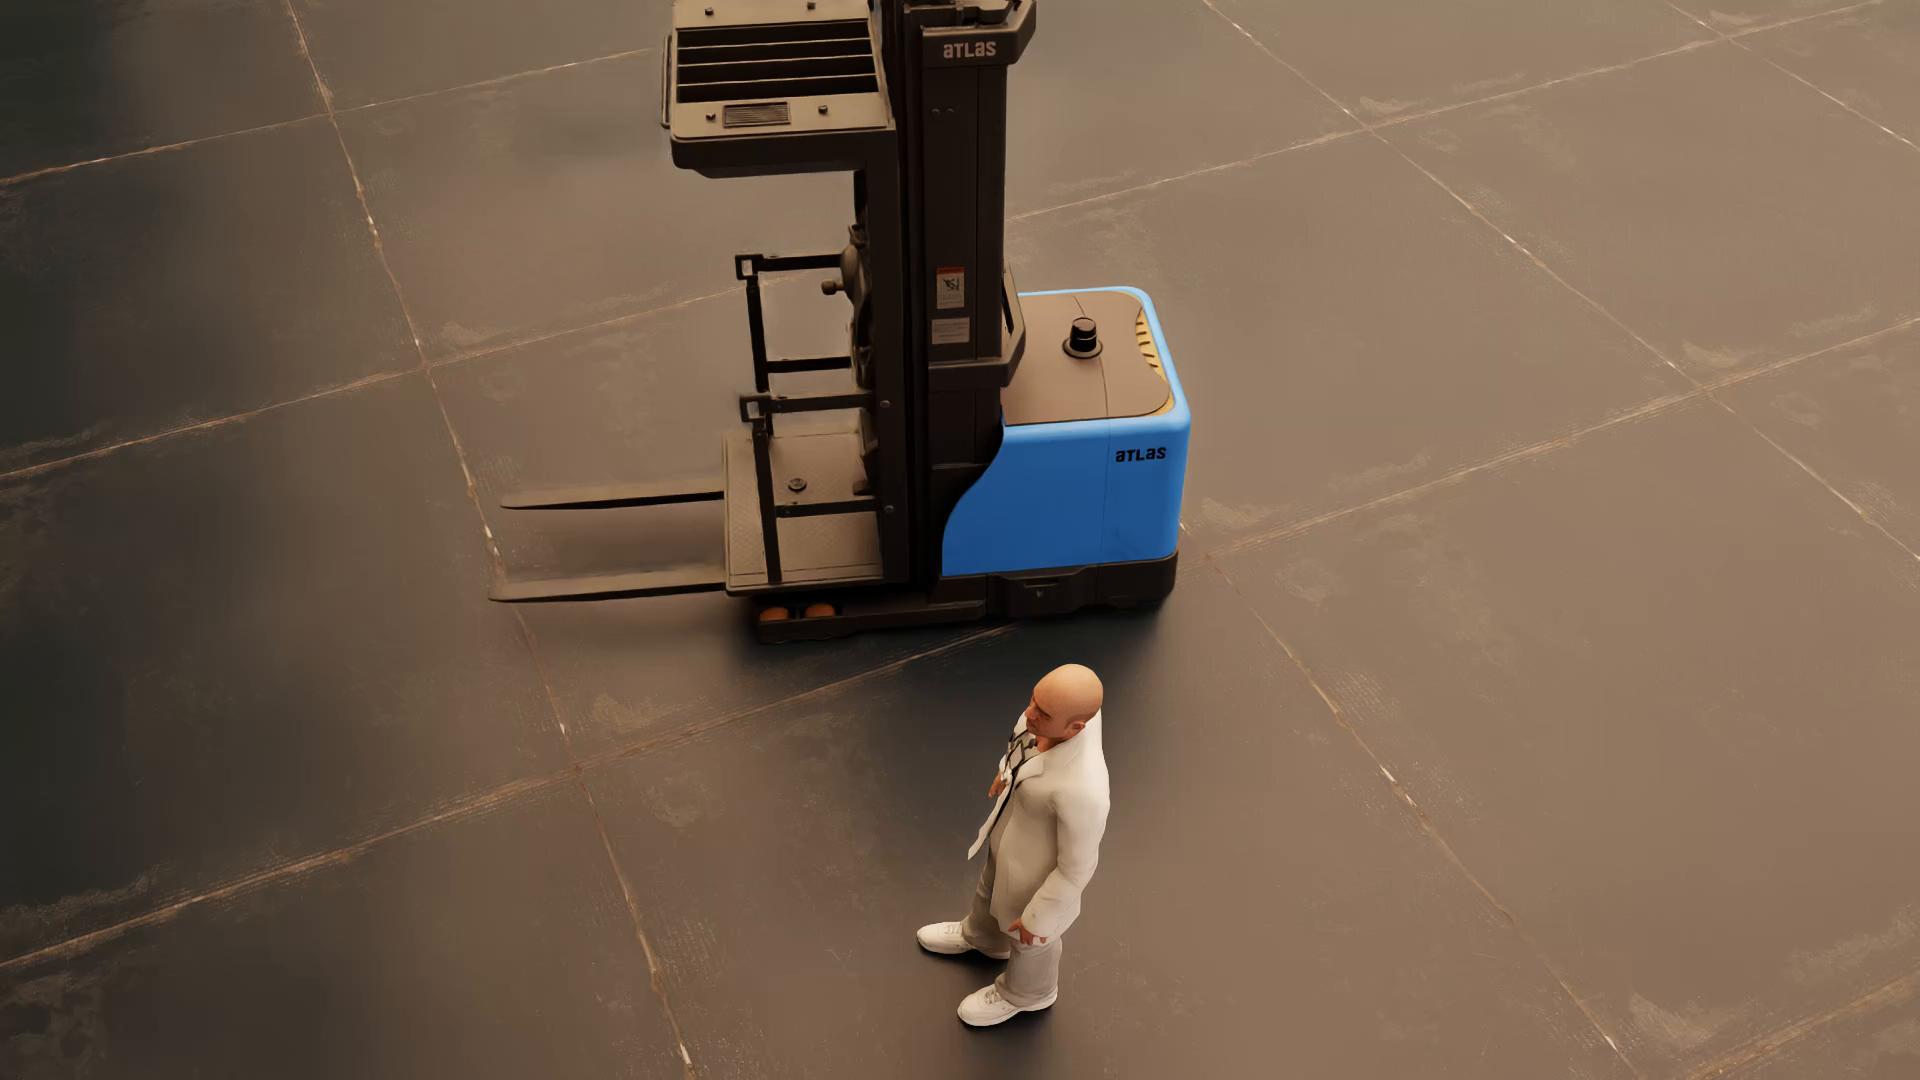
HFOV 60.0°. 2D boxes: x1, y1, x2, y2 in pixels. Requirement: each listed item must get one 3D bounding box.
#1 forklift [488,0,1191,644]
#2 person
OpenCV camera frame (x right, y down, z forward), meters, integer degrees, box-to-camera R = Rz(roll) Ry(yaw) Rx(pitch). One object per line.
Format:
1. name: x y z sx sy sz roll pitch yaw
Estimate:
1. forklift: -0.587 -0.997 6.748 3.031 2.935 1.130 -5 43 -5
2. person: 0.157 1.016 5.425 0.582 1.776 0.697 -4 43 -4
